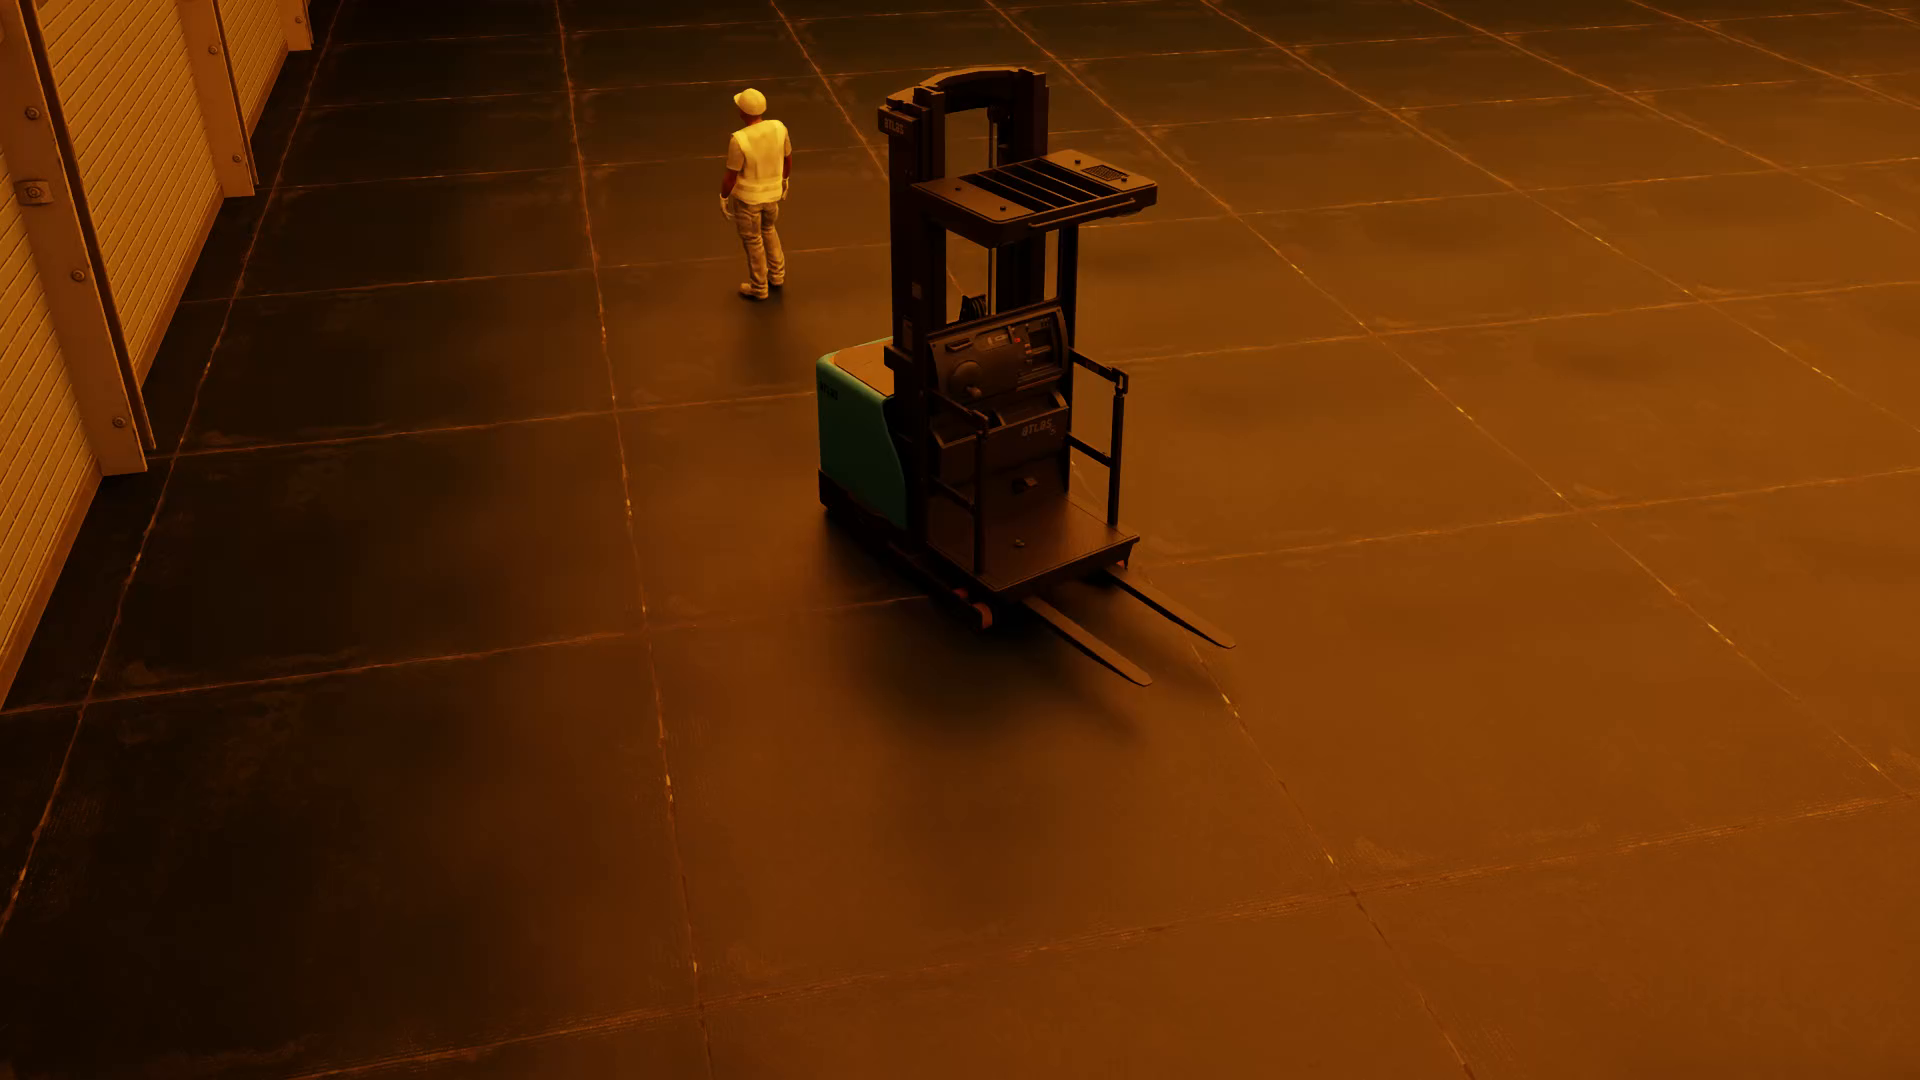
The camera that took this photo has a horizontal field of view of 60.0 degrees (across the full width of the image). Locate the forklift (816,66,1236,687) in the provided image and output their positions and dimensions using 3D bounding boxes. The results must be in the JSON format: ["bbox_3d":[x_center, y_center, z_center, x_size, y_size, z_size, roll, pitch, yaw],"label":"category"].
[{"bbox_3d":[0.355,-1.021,9.338,1.130,2.935,3.031,-20,35,-30],"label":"forklift"}]

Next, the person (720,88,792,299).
[{"bbox_3d":[-1.700,-2.849,13.630,0.656,1.778,0.590,-22,37,-33],"label":"person"}]
